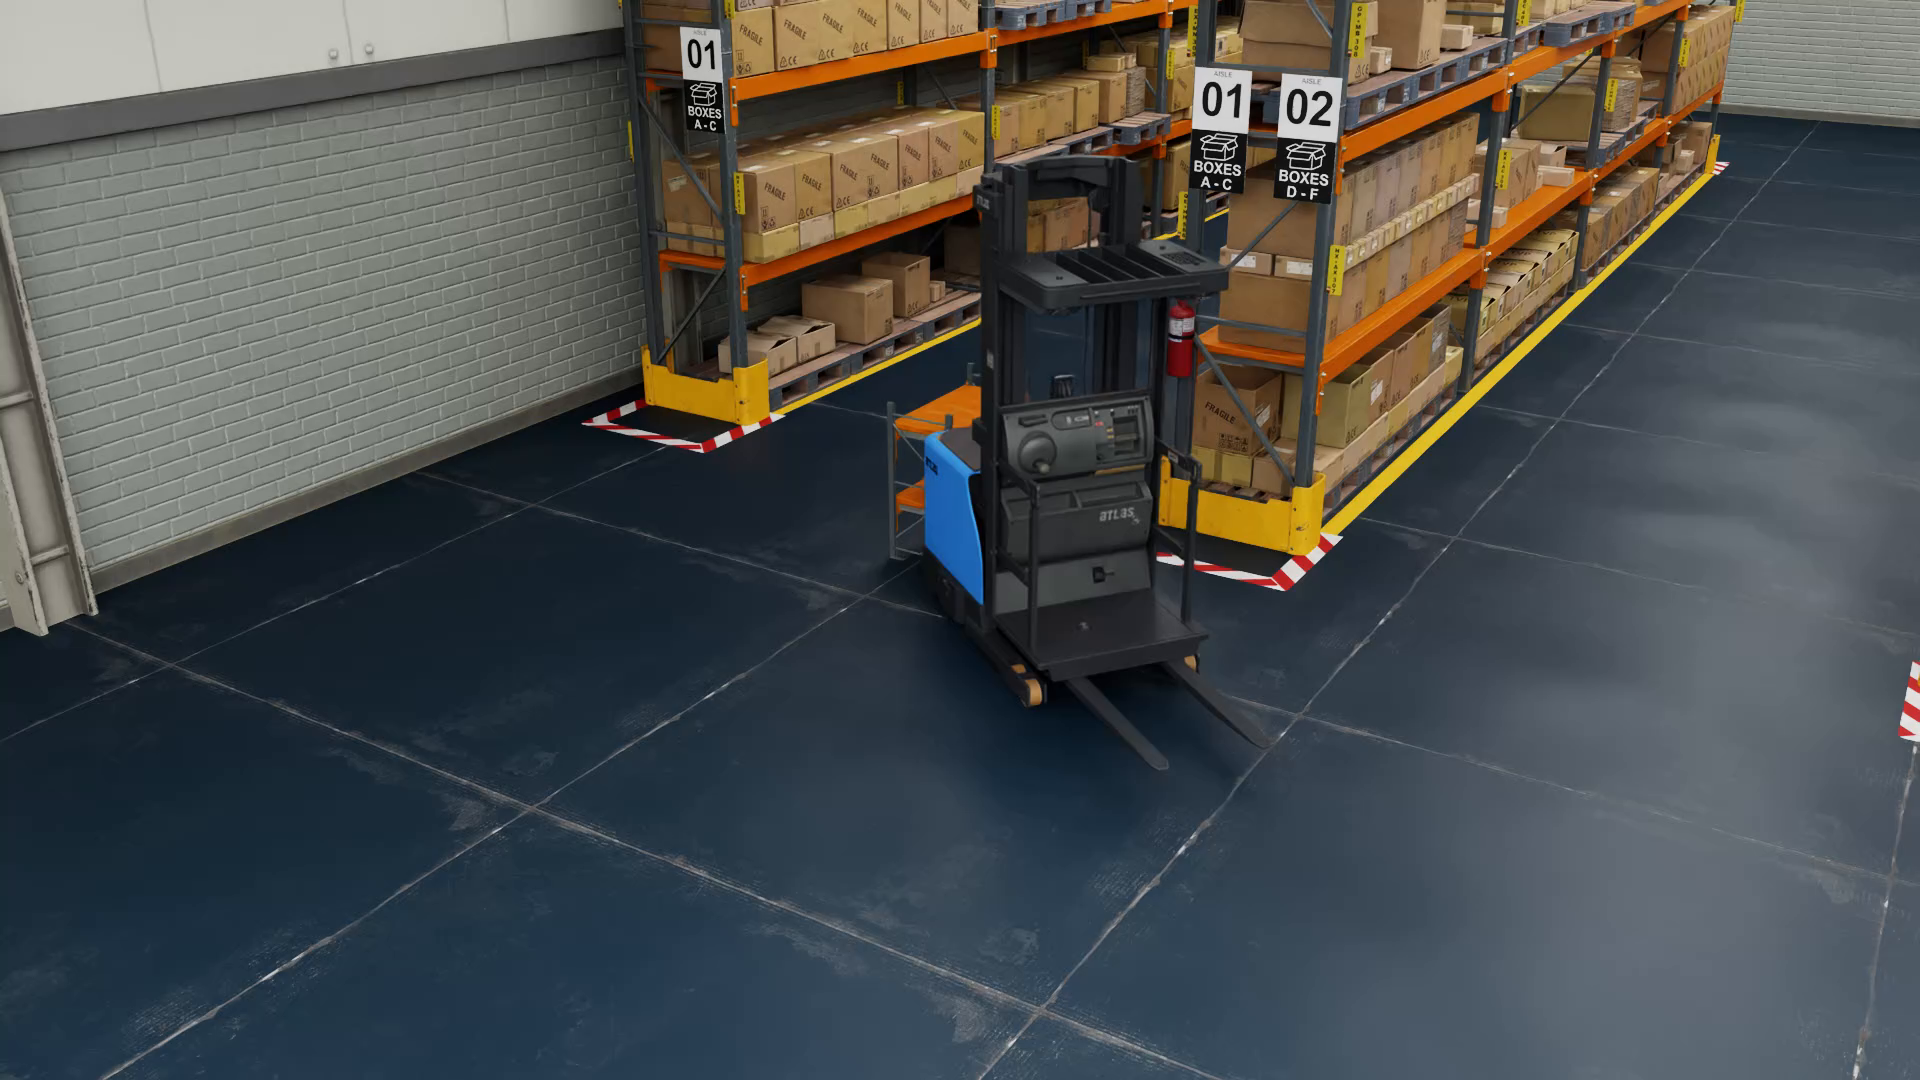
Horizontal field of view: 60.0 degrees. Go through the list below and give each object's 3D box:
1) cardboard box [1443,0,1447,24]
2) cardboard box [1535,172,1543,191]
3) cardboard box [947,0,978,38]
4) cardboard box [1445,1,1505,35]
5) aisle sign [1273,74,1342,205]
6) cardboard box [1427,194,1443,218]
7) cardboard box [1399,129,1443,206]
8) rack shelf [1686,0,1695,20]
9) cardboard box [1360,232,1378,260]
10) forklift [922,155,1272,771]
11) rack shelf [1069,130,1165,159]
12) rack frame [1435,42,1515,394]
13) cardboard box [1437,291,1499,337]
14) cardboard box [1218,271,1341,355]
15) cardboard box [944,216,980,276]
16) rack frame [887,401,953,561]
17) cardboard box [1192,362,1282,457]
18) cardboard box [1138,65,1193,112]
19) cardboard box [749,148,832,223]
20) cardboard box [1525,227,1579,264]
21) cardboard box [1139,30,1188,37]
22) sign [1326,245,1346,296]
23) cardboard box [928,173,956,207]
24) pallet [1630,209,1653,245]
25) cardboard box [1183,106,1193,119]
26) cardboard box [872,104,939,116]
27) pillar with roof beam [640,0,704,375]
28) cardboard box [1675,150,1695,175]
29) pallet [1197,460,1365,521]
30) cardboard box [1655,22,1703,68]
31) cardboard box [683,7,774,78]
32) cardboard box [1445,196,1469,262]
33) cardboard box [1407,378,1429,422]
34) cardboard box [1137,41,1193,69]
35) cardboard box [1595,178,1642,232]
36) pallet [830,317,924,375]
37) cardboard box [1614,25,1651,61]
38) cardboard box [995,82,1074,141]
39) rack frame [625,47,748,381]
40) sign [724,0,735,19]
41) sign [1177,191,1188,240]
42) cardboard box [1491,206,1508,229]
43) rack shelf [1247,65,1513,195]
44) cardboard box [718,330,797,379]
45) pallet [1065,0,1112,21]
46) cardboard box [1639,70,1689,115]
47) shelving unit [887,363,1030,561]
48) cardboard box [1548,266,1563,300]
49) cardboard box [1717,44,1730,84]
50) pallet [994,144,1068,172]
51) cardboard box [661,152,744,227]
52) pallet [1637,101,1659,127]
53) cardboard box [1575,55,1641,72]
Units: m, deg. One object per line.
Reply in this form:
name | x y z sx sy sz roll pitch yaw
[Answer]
cardboard box | 3.605 -4.360 13.440 0.500 0.500 0.500 16 28 33
cardboard box | 5.580 -3.588 16.579 0.380 0.149 0.250 16 28 33
cardboard box | -0.173 -5.041 15.692 0.500 0.500 0.500 15 27 30
cardboard box | 4.428 -4.502 14.258 0.500 0.250 0.500 17 29 34
aisle sign | 2.210 -2.552 10.597 0.394 0.787 0.004 14 27 29
cardboard box | 3.595 -2.659 13.175 0.380 0.149 0.250 14 27 29
cardboard box | 3.336 -2.946 13.020 0.700 0.500 0.500 14 27 29
rack shelf | 9.370 -7.217 21.775 1.077 0.370 4.000 14 27 29
cardboard box | 2.780 -2.135 11.963 0.380 0.149 0.250 13 27 28
forklift | 0.767 -0.574 9.386 1.130 2.935 3.031 -9 25 -20
rack shelf | 0.939 -4.177 18.529 1.077 0.370 4.000 14 27 29
rack frame | 4.095 -2.795 14.432 1.000 3.000 0.127 14 27 29
cardboard box | 4.524 -2.071 14.985 0.500 0.311 0.500 14 27 29
cardboard box | 2.242 -1.646 11.651 0.700 0.500 0.500 14 27 29
cardboard box | 0.259 -3.139 17.818 0.700 0.500 0.500 15 28 31
rack frame | -0.265 -0.347 11.135 0.500 1.125 0.032 14 27 29
cardboard box | 2.015 -0.964 12.189 0.500 0.500 0.500 14 27 29
cardboard box | 2.468 -5.484 20.117 0.500 0.500 0.500 15 27 30
cardboard box | -1.449 -3.030 14.192 0.500 0.500 0.500 14 27 29
cardboard box | 6.138 -3.105 17.374 0.500 0.311 0.500 15 27 30
cardboard box | 2.563 -6.272 20.993 0.500 0.250 0.500 13 27 28
sign | 2.453 -1.761 10.852 0.100 0.325 0.005 14 27 29
cardboard box | -0.378 -3.383 15.952 0.500 0.250 0.500 14 27 29
pallet | 7.918 -3.933 20.570 1.003 0.211 1.213 14 27 29
cardboard box | 2.717 -5.294 20.494 0.380 0.149 0.250 15 27 31
cardboard box | -0.541 -4.002 16.438 0.500 0.500 0.500 13 27 28
pillar with roof beam | 1.066 -4.751 11.397 9.100 9.000 0.400 14 27 29
cardboard box | 9.821 -5.236 22.977 0.500 0.250 0.500 14 27 29
pallet | 2.353 -0.433 12.484 1.003 0.211 1.213 14 27 29
cardboard box | 9.074 -6.275 21.084 0.500 0.500 0.500 13 27 27
cardboard box | -1.837 -3.974 13.228 0.500 0.500 0.500 15 27 30
cardboard box | 3.866 -2.690 14.063 0.700 0.500 0.500 13 27 28
cardboard box | 3.513 -1.185 13.645 0.500 0.250 0.500 14 27 29
cardboard box | 2.468 -5.827 19.965 0.500 0.250 0.500 15 27 30
cardboard box | 7.765 -3.989 19.782 0.500 0.500 0.500 14 27 30
pallet | -1.083 -1.905 15.885 1.003 0.211 1.213 14 27 29
cardboard box | 8.362 -6.225 20.970 0.500 0.500 0.500 14 27 29
cardboard box | 0.804 -4.661 18.061 0.700 0.500 0.500 18 29 36
rack frame | -2.226 -2.482 13.708 1.000 3.000 0.127 14 27 29
sign | -1.764 -4.146 12.676 0.100 0.325 0.005 14 27 29
sign | 1.531 -2.204 11.310 0.100 0.325 0.005 14 27 29
cardboard box | 4.736 -2.936 15.073 0.380 0.149 0.250 14 27 29
rack shelf | 3.040 -3.167 12.419 1.077 0.370 4.000 14 27 29
cardboard box | -1.784 -1.665 14.651 0.500 0.311 0.500 11 26 23
pallet | 0.845 -5.659 17.508 1.213 0.211 1.003 14 27 29
cardboard box | 8.815 -5.656 20.914 0.500 0.500 0.500 15 27 30
shelving unit | 0.004 -0.518 11.532 0.538 1.125 1.048 14 27 29
cardboard box | 5.866 -2.673 17.081 0.500 0.250 0.500 14 27 28
cardboard box | 10.420 -6.683 23.287 0.500 0.500 0.500 15 27 31
pallet | 0.411 -3.972 17.390 1.003 0.211 1.213 14 27 29
cardboard box | -2.157 -2.970 14.055 0.500 0.500 0.500 14 27 28
pallet | 7.801 -5.161 20.137 1.003 0.211 1.213 14 27 29
cardboard box | 7.875 -5.621 20.304 0.700 0.500 0.500 5 24 11
